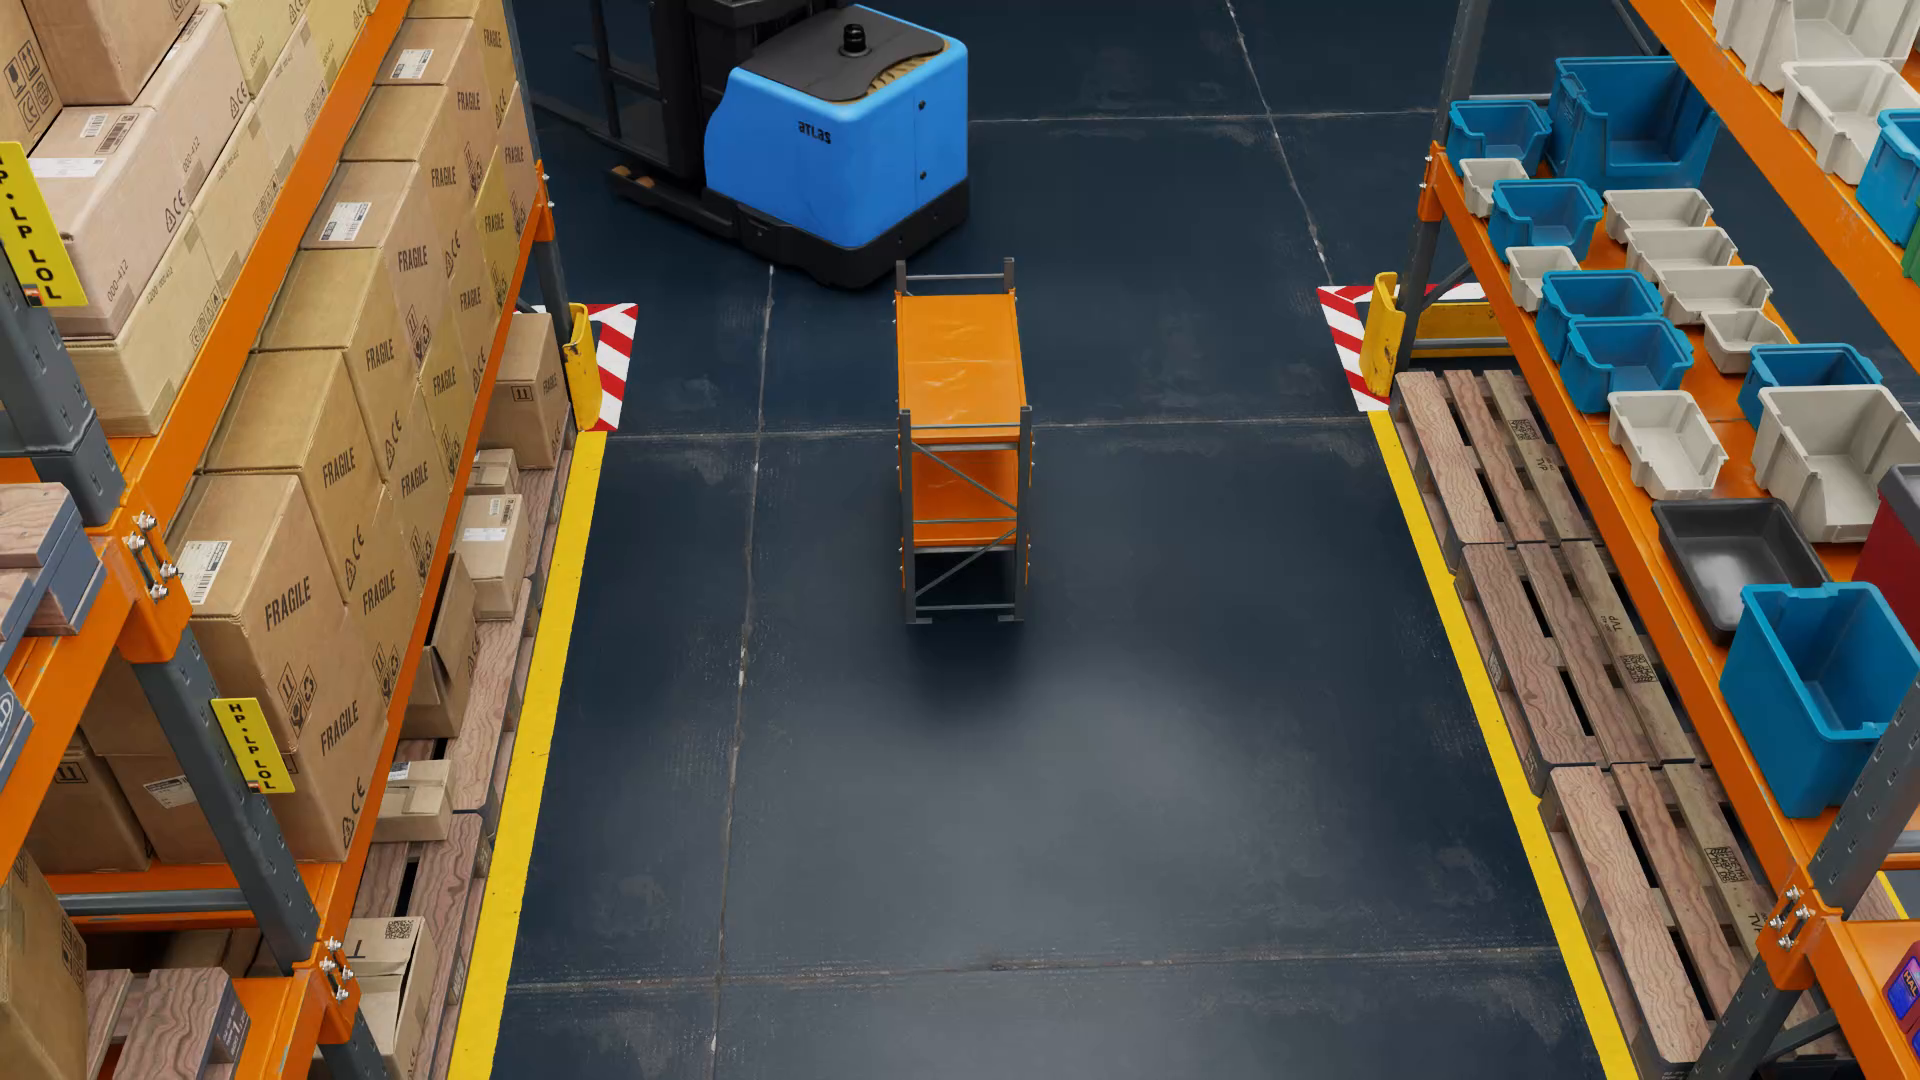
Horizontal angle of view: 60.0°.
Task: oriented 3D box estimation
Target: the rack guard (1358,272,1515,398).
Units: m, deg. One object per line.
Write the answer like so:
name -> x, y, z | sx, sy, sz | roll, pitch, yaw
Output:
rack guard -> 2.595, -1.015, 8.137 | 1.175, 0.500, 0.348 | -2, 43, -2

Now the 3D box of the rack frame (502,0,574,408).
rack frame -> -2.340, -1.781, 7.123 | 1.000, 3.000, 0.127 | -2, 43, -2

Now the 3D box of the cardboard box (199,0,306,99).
cardboard box -> -1.975, -1.326, 4.148 | 0.500, 0.250, 0.500 | -2, 43, -2

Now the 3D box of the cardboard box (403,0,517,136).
cardboard box -> -2.046, -1.894, 6.432 | 0.500, 0.500, 0.500 | -2, 43, -2

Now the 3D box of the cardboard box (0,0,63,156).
cardboard box -> -2.229, -0.919, 3.149 | 0.700, 0.500, 0.500 | -2, 43, -2

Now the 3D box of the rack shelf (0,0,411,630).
rack shelf -> -2.255, -1.272, 4.880 | 1.077, 0.370, 4.000 | -2, 43, -2

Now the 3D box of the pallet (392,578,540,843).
pallet -> -2.253, 0.658, 6.526 | 1.003, 0.211, 1.213 | -2, 43, -2

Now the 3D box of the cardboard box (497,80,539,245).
cardboard box -> -2.049, -1.524, 6.768 | 0.500, 0.500, 0.500 | 0, 43, 0

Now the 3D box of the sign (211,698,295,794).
sign -> -1.616, 0.474, 3.806 | 0.100, 0.325, 0.005 | -2, 43, -2

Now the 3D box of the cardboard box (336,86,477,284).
cardboard box -> -1.997, -1.203, 5.679 | 0.500, 0.500, 0.500 | -1, 43, -1

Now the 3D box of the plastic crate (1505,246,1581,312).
plastic crate -> 2.250, -0.993, 6.414 | 0.250, 0.136, 0.298 | -2, 43, -2

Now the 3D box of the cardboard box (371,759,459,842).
cardboard box -> -2.019, 0.928, 5.939 | 0.380, 0.166, 0.250 | -2, 43, -2

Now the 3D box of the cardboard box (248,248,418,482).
cardboard box -> -1.953, -0.508, 4.920 | 0.500, 0.500, 0.500 | -3, 43, -3

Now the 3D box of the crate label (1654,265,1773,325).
crate label -> 2.859, -0.917, 6.331 | 0.396, 0.136, 0.243 | -2, 43, -2

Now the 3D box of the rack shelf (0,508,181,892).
rack shelf -> -2.085, 1.429, 1.934 | 1.077, 0.370, 4.000 | -2, 43, -2

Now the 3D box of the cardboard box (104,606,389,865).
cardboard box -> -1.920, 0.530, 4.527 | 0.500, 0.500, 0.500 | -1, 43, -1

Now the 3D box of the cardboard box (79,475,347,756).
cardboard box -> -1.909, 0.187, 4.161 | 0.500, 0.500, 0.500 | -1, 43, -1

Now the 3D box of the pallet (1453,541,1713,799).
pallet -> 2.654, 0.486, 6.713 | 1.003, 0.211, 1.213 | -2, 43, -2

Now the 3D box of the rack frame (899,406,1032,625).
rack frame -> 0.021, -0.076, 6.650 | 0.500, 1.125, 0.032 | -2, 43, -2

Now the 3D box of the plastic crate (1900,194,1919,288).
plastic crate -> 2.459, -0.526, 3.690 | 0.450, 0.188, 0.662 | -2, 43, -2

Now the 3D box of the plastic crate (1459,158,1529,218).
plastic crate -> 2.222, -1.451, 6.913 | 0.250, 0.136, 0.298 | -2, 43, -2

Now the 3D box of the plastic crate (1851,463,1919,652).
plastic crate -> 2.992, 0.124, 4.953 | 0.402, 0.464, 0.583 | -2, 43, -2

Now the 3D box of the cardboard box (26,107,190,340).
cardboard box -> -1.943, -0.651, 3.411 | 0.500, 0.250, 0.500 | -2, 43, -2

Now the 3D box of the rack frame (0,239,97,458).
rack frame -> -2.170, -1.292, 2.150 | 1.000, 3.000, 0.127 | -2, 43, -2

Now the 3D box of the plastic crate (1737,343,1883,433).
plastic crate -> 2.952, -0.502, 5.807 | 0.416, 0.233, 0.300 | -2, 43, -2

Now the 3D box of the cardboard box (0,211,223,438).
cardboard box -> -1.944, -0.467, 3.580 | 0.500, 0.250, 0.500 | -2, 43, -2

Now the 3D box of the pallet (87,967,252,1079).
pallet -> -2.245, 1.532, 3.650 | 1.003, 0.211, 1.213 | -2, 43, -2

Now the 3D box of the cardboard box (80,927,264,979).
cardboard box -> -2.478, 1.302, 5.284 | 0.500, 0.500, 0.500 | -2, 43, -2

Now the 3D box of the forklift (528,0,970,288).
forklift -> -1.416, -3.230, 8.754 | 3.031, 2.935, 1.130 | 28, 49, 27

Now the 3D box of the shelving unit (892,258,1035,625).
shelving unit -> 0.000, -0.419, 7.025 | 0.538, 1.125, 1.048 | -2, 43, -2

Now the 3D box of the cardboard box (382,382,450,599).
cardboard box -> -1.963, -0.153, 5.273 | 0.500, 0.500, 0.500 | -2, 43, -2

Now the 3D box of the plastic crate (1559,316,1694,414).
plastic crate -> 2.359, -0.614, 5.929 | 0.416, 0.233, 0.300 | -2, 43, -2

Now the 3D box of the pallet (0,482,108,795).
pallet -> -2.213, 0.325, 2.745 | 1.213, 0.211, 1.003 | -2, 43, -2

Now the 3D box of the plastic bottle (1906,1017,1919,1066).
plastic bottle -> 2.374, 1.172, 3.987 | 0.061, 0.283, 0.133 | -2, 43, -2

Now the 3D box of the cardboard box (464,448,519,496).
cardboard box -> -2.143, -0.263, 7.238 | 0.380, 0.166, 0.250 | -2, 43, -2

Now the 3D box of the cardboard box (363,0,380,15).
cardboard box -> -2.010, -1.817, 5.054 | 0.500, 0.250, 0.500 | -2, 43, -2

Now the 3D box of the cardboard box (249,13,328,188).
cardboard box -> -1.981, -1.142, 4.317 | 0.500, 0.250, 0.500 | -2, 43, -2

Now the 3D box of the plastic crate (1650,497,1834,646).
plastic crate -> 2.463, 0.111, 5.218 | 0.437, 0.125, 0.590 | -2, 43, -2

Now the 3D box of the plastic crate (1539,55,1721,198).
plastic crate -> 2.810, -1.735, 7.002 | 0.616, 0.435, 0.499 | -2, 43, -2

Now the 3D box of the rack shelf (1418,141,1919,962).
rack shelf -> 2.694, -0.306, 6.046 | 1.077, 0.370, 4.000 | -2, 43, -2

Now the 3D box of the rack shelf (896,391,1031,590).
rack shelf -> 0.000, -0.239, 7.190 | 0.538, 0.278, 1.000 | -2, 43, -2

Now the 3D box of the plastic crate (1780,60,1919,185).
plastic crate -> 2.345, -1.077, 4.330 | 0.293, 0.136, 0.466 | -2, 43, -2

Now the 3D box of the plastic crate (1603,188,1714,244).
plastic crate -> 2.825, -1.301, 6.749 | 0.396, 0.136, 0.243 | -2, 43, -2

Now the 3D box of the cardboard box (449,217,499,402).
cardboard box -> -2.008, -0.837, 6.018 | 0.500, 0.500, 0.500 | -1, 43, -1
